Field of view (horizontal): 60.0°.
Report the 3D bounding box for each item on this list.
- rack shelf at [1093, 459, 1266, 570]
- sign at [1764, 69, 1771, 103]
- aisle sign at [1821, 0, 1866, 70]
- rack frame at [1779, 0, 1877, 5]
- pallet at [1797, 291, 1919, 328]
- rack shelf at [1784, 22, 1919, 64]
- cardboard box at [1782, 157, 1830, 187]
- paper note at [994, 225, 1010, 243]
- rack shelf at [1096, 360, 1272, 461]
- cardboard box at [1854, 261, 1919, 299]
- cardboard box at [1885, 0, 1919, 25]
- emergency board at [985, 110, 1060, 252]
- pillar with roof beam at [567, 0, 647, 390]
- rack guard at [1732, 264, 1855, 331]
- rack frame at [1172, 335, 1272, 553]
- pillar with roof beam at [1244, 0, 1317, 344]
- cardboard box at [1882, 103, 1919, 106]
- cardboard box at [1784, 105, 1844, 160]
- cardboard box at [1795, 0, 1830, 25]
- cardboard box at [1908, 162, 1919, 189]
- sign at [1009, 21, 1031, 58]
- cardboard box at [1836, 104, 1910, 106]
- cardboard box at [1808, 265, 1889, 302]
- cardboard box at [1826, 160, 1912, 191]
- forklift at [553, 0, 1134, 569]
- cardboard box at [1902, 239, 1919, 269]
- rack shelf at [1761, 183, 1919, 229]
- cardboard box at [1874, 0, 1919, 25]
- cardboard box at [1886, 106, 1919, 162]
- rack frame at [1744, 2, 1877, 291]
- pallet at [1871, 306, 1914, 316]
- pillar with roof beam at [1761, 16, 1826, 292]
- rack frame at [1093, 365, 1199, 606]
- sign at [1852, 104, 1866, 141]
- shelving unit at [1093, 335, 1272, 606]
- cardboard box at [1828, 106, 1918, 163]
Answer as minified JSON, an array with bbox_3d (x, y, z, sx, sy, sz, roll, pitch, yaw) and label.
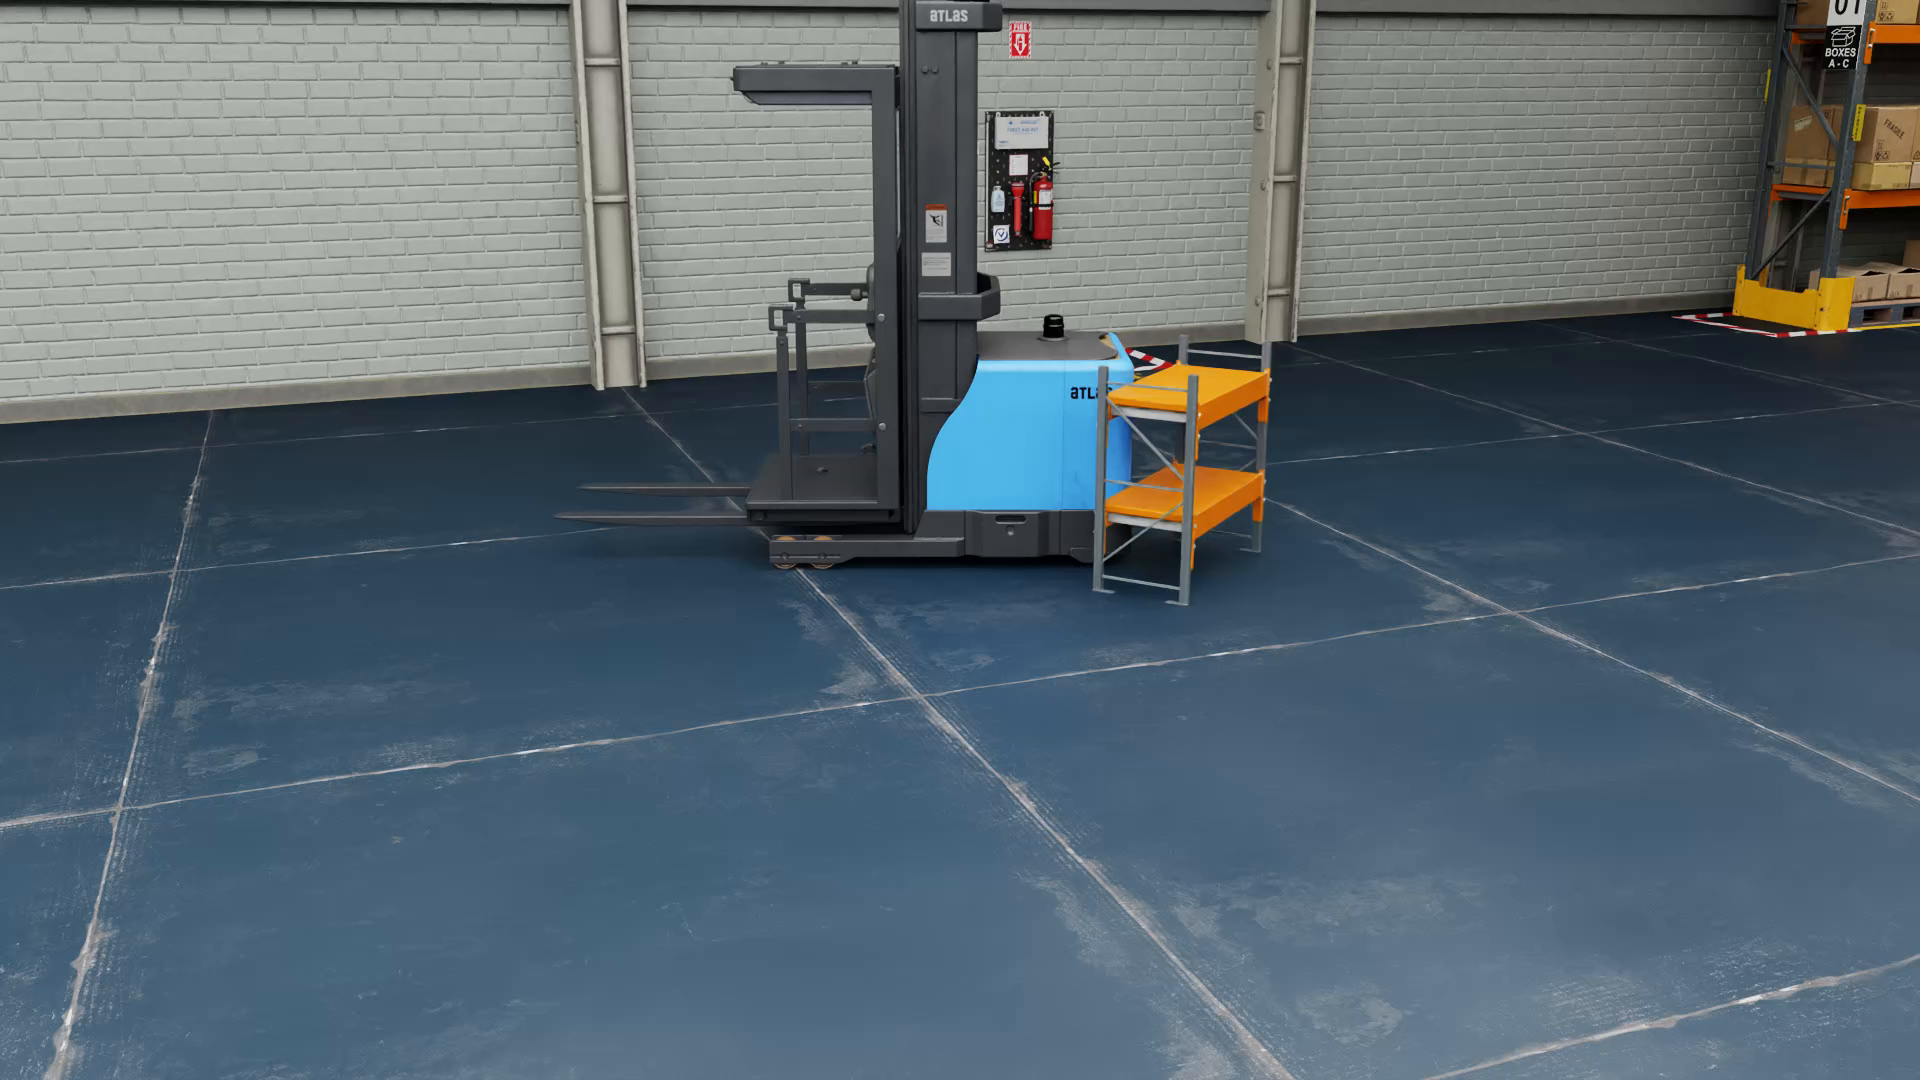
[{"bbox_3d":[1.133,-0.148,8.474,0.538,0.278,1.000,9,19,28],"label":"rack shelf"},{"bbox_3d":[7.947,-4.449,16.309,0.005,0.325,0.100,-6,17,-20],"label":"sign"},{"bbox_3d":[8.167,-4.755,15.353,0.004,0.787,0.394,-6,17,-20],"label":"aisle sign"},{"bbox_3d":[8.127,-6.472,15.168,0.127,3.000,1.000,-6,17,-20],"label":"rack frame"},{"bbox_3d":[8.969,-2.336,16.679,1.213,0.211,1.003,-6,17,-20],"label":"pallet"},{"bbox_3d":[9.995,-4.890,16.378,4.000,0.370,1.077,-6,17,-20],"label":"rack shelf"},{"bbox_3d":[8.494,-3.630,16.365,0.500,0.250,0.500,-6,17,-19],"label":"cardboard box"},{"bbox_3d":[0.357,-2.626,14.279,0.142,0.148,0.016,-6,17,-20],"label":"paper note"},{"bbox_3d":[1.133,-0.664,8.322,0.538,0.278,1.000,9,19,28],"label":"rack shelf"},{"bbox_3d":[9.338,-2.618,16.682,0.500,0.311,0.500,-5,17,-15],"label":"cardboard box"},{"bbox_3d":[9.043,-5.103,15.617,0.500,0.500,0.500,-5,17,-16],"label":"cardboard box"},{"bbox_3d":[0.547,-3.048,14.154,0.643,1.169,0.194,-6,17,-20],"label":"emergency board"},{"bbox_3d":[-1.194,-4.428,8.206,0.400,9.000,9.100,-6,17,-20],"label":"pillar with roof beam"},{"bbox_3d":[8.198,-2.402,16.391,0.348,0.500,1.175,-6,17,-20],"label":"rack guard"},{"bbox_3d":[1.383,-0.507,8.830,0.500,1.125,0.032,9,19,28],"label":"rack frame"},{"bbox_3d":[4.409,-5.033,10.266,0.400,9.000,9.100,-6,17,-20],"label":"pillar with roof beam"},{"bbox_3d":[9.446,-4.096,16.623,0.500,0.500,0.500,-7,18,-22],"label":"cardboard box"},{"bbox_3d":[8.491,-3.995,16.278,0.500,0.500,0.500,-6,18,-21],"label":"cardboard box"},{"bbox_3d":[8.426,-5.199,15.944,0.500,0.500,0.500,-5,17,-16],"label":"cardboard box"},{"bbox_3d":[9.176,-3.553,16.105,0.500,0.250,0.500,-7,18,-22],"label":"cardboard box"},{"bbox_3d":[0.504,-4.186,13.914,0.199,0.298,0.001,-6,17,-20],"label":"sign"},{"bbox_3d":[8.965,-4.043,16.442,0.500,0.500,0.500,-6,17,-19],"label":"cardboard box"},{"bbox_3d":[8.805,-2.561,16.487,0.500,0.311,0.500,-8,18,-26],"label":"cardboard box"},{"bbox_3d":[8.696,-3.497,15.914,0.500,0.250,0.500,-7,18,-22],"label":"cardboard box"},{"bbox_3d":[-0.622,-1.406,8.685,3.031,2.935,1.130,0,16,0],"label":"forklift"},{"bbox_3d":[10.041,-2.770,16.863,0.500,0.500,0.700,-7,18,-24],"label":"cardboard box"},{"bbox_3d":[9.995,-3.450,16.801,4.000,0.370,1.077,-6,17,-20],"label":"rack shelf"},{"bbox_3d":[8.529,-5.059,15.464,0.500,0.500,0.500,-6,17,-19],"label":"cardboard box"},{"bbox_3d":[9.146,-3.908,15.981,0.500,0.500,0.500,-6,17,-20],"label":"cardboard box"},{"bbox_3d":[8.127,-3.594,16.013,0.127,3.000,1.000,-6,17,-20],"label":"rack frame"},{"bbox_3d":[10.107,-2.458,17.094,1.213,0.211,1.003,-6,17,-20],"label":"pallet"},{"bbox_3d":[10.012,-5.638,12.326,0.400,9.000,9.100,-6,17,-20],"label":"pillar with roof beam"},{"bbox_3d":[0.884,-0.258,7.980,0.500,1.125,0.032,9,19,28],"label":"rack frame"},{"bbox_3d":[8.321,-3.867,15.405,0.005,0.325,0.100,-6,17,-20],"label":"sign"},{"bbox_3d":[1.133,-0.383,8.405,0.538,1.125,1.048,9,19,28],"label":"shelving unit"},{"bbox_3d":[8.680,-3.860,15.820,0.500,0.500,0.500,-6,17,-20],"label":"cardboard box"}]
